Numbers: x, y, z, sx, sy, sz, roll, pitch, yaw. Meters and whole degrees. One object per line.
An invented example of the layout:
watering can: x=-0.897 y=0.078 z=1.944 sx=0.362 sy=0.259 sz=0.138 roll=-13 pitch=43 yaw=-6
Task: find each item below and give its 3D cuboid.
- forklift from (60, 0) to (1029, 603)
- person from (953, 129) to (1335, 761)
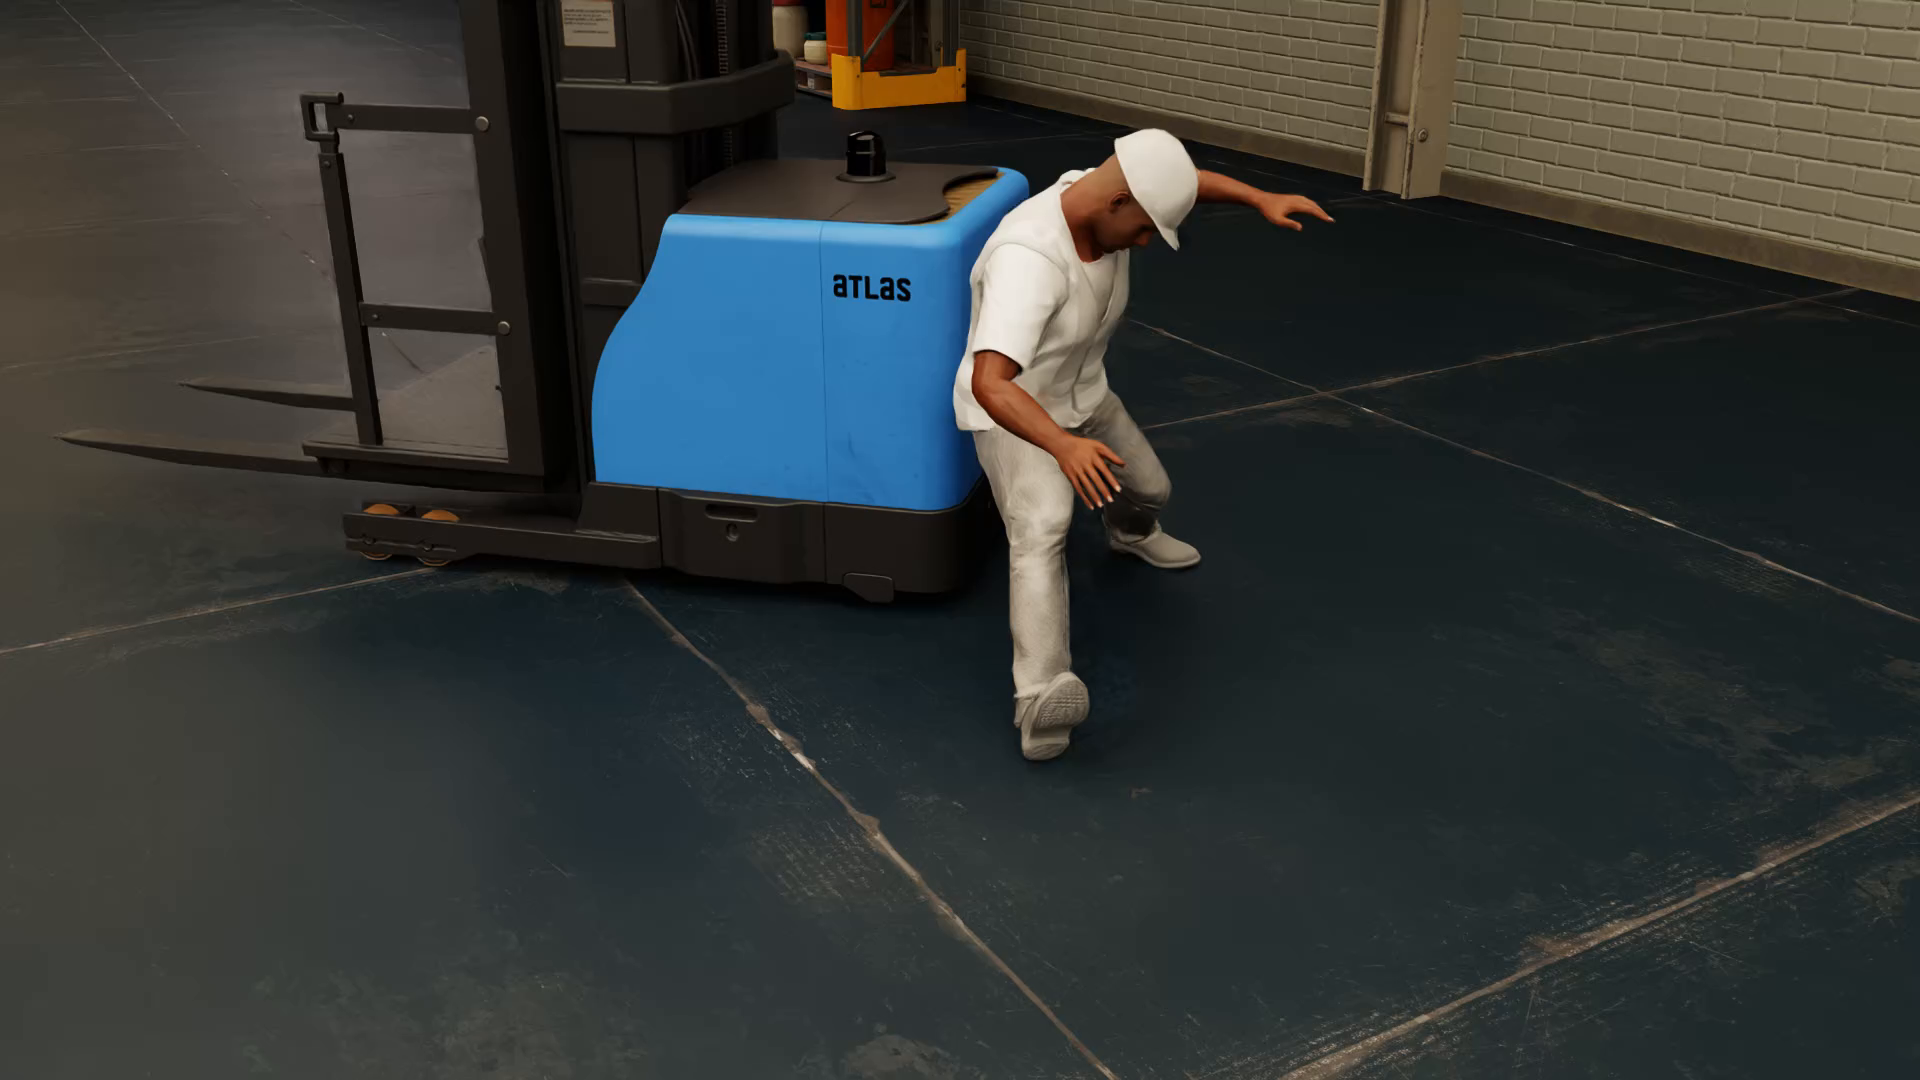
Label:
forklift: x=-1.350 y=-1.464 z=4.842 sx=3.031 sy=2.935 sz=1.130 roll=5 pitch=23 yaw=13
person: x=0.369 y=-0.349 z=4.174 sx=0.878 sy=1.378 sz=1.312 roll=21 pitch=30 yaw=41
